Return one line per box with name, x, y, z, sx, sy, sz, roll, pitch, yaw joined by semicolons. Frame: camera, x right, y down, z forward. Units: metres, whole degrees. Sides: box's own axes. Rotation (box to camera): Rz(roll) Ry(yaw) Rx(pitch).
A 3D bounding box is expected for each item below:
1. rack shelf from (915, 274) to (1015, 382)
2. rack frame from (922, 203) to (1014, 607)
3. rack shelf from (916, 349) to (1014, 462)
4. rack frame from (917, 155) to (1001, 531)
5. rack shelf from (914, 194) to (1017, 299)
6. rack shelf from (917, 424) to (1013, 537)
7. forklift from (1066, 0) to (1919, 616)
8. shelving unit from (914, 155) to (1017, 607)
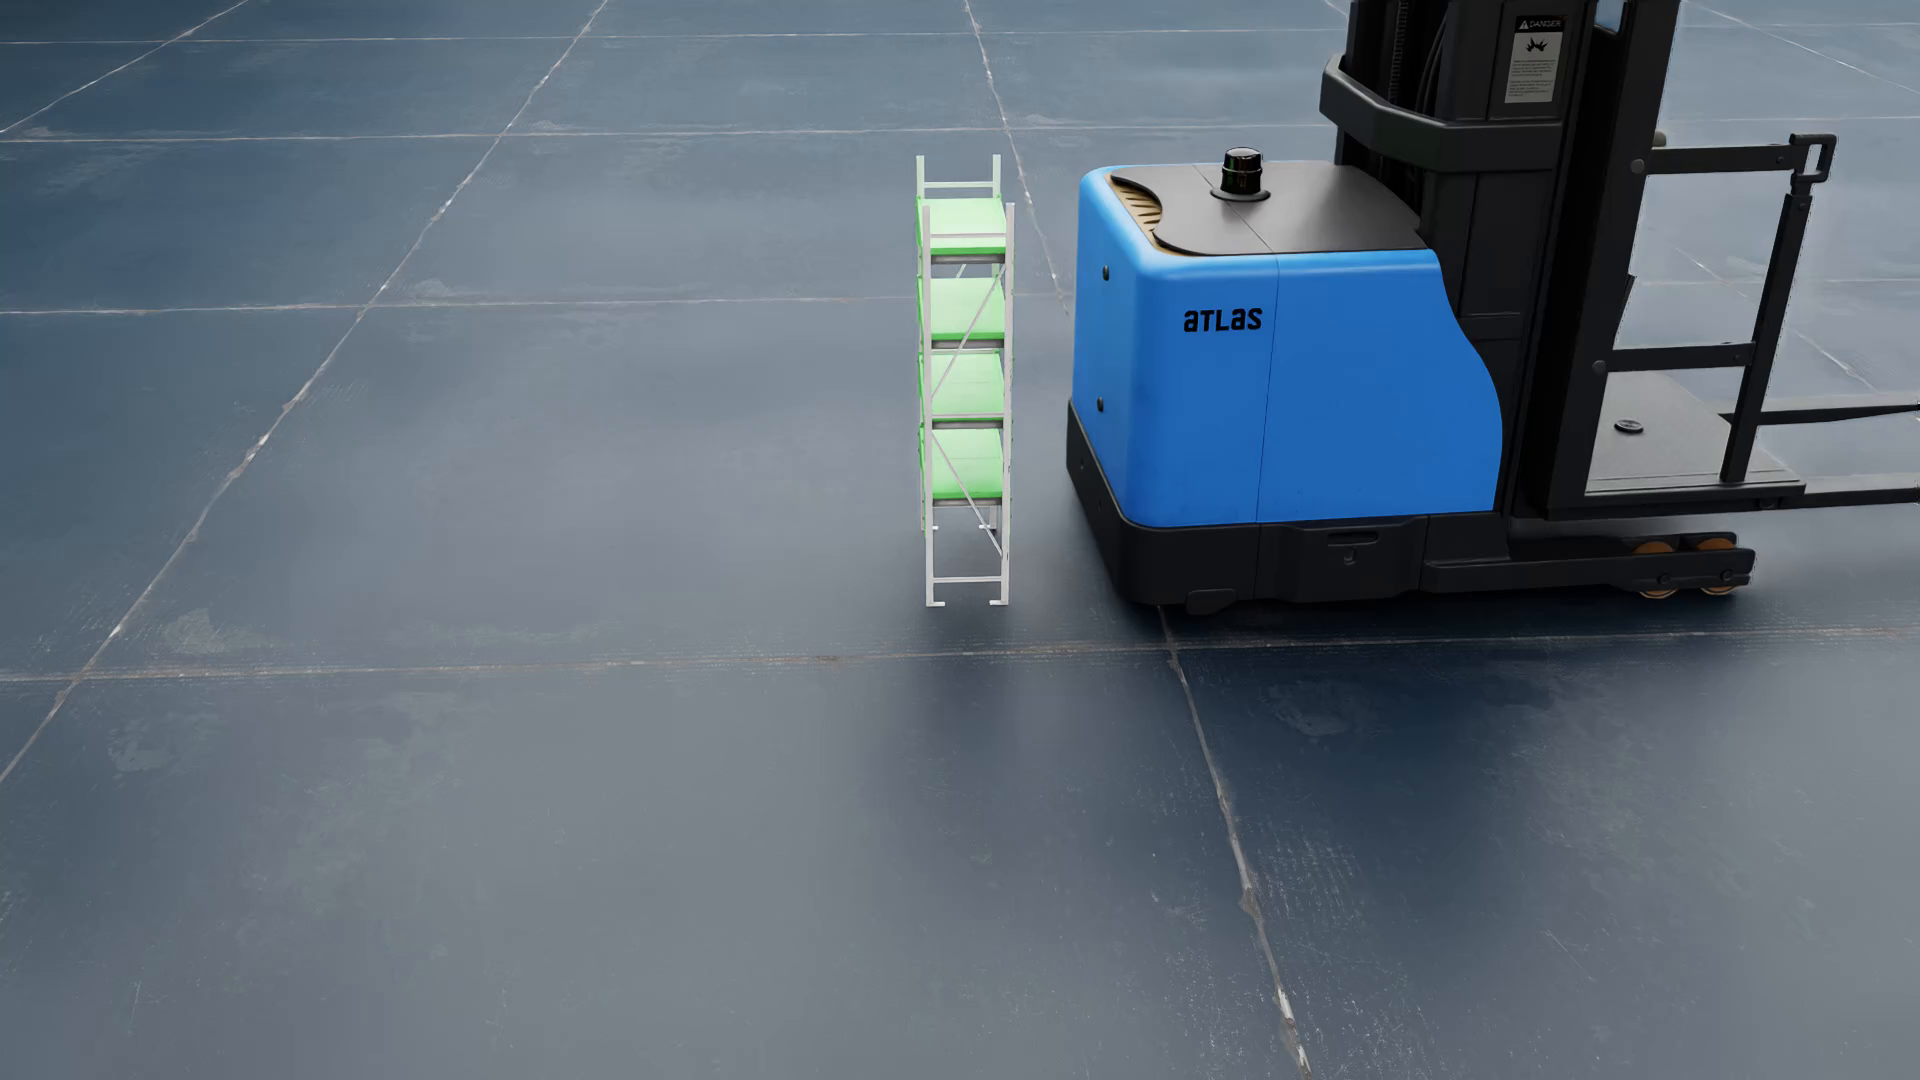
rack shelf;0.009;-0.612;4.745;0.258;0.148;0.480;-1;28;-3
rack frame;0.021;-0.343;4.610;0.240;1.200;0.015;-1;28;-3
rack shelf;0.009;-0.399;4.856;0.258;0.148;0.480;-1;28;-3
rack frame;-0.004;-0.568;5.042;0.240;1.200;0.015;-1;28;-3
rack shelf;0.009;-0.824;4.634;0.258;0.148;0.480;-1;28;-3
rack shelf;0.009;-0.186;4.966;0.258;0.148;0.480;-1;28;-3
forklift;1.909;-1.366;4.699;3.031;2.935;1.130;-3;28;-6
shelving unit;0.009;-0.456;4.826;0.258;1.200;0.503;-1;28;-3
